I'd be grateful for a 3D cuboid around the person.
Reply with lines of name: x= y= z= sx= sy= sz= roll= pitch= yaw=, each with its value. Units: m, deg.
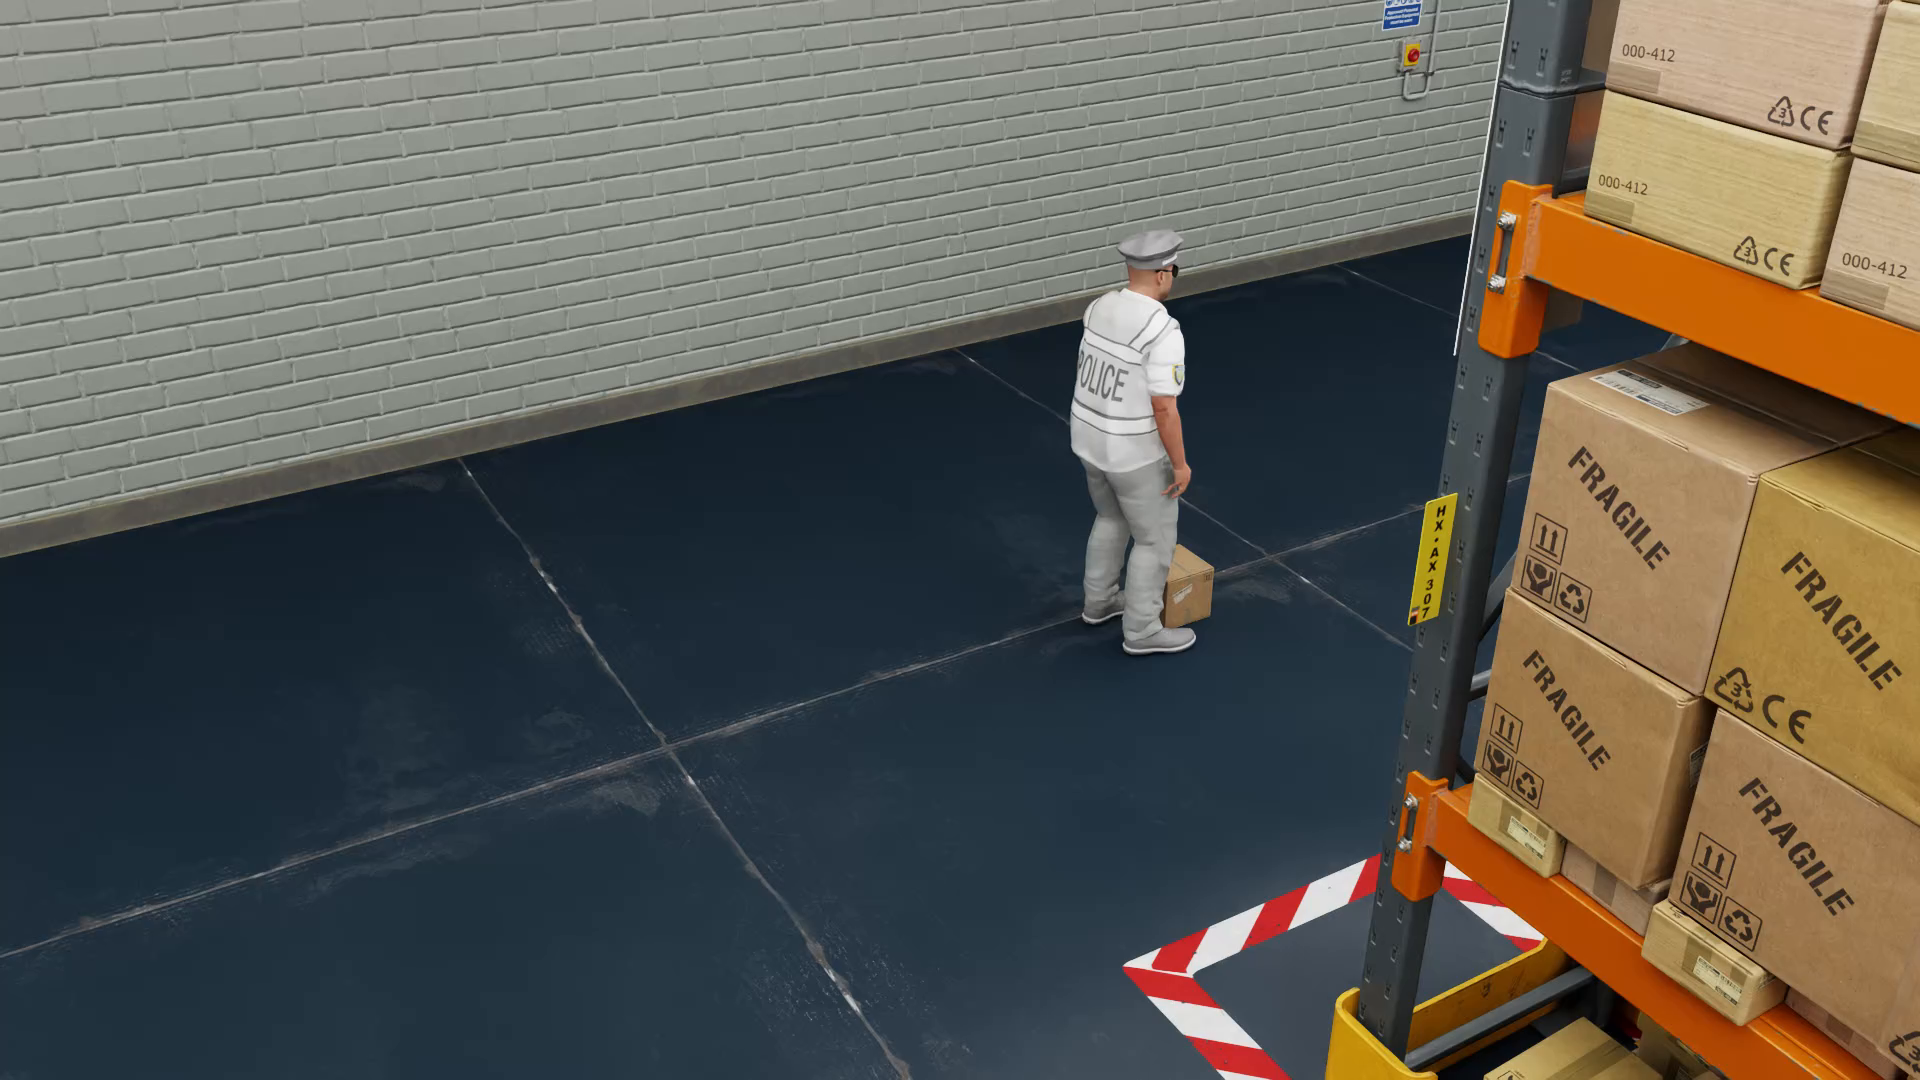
person: x=0.696 y=-0.384 z=6.813 sx=0.435 sy=1.750 sz=0.606 roll=-18 pitch=33 yaw=-29
